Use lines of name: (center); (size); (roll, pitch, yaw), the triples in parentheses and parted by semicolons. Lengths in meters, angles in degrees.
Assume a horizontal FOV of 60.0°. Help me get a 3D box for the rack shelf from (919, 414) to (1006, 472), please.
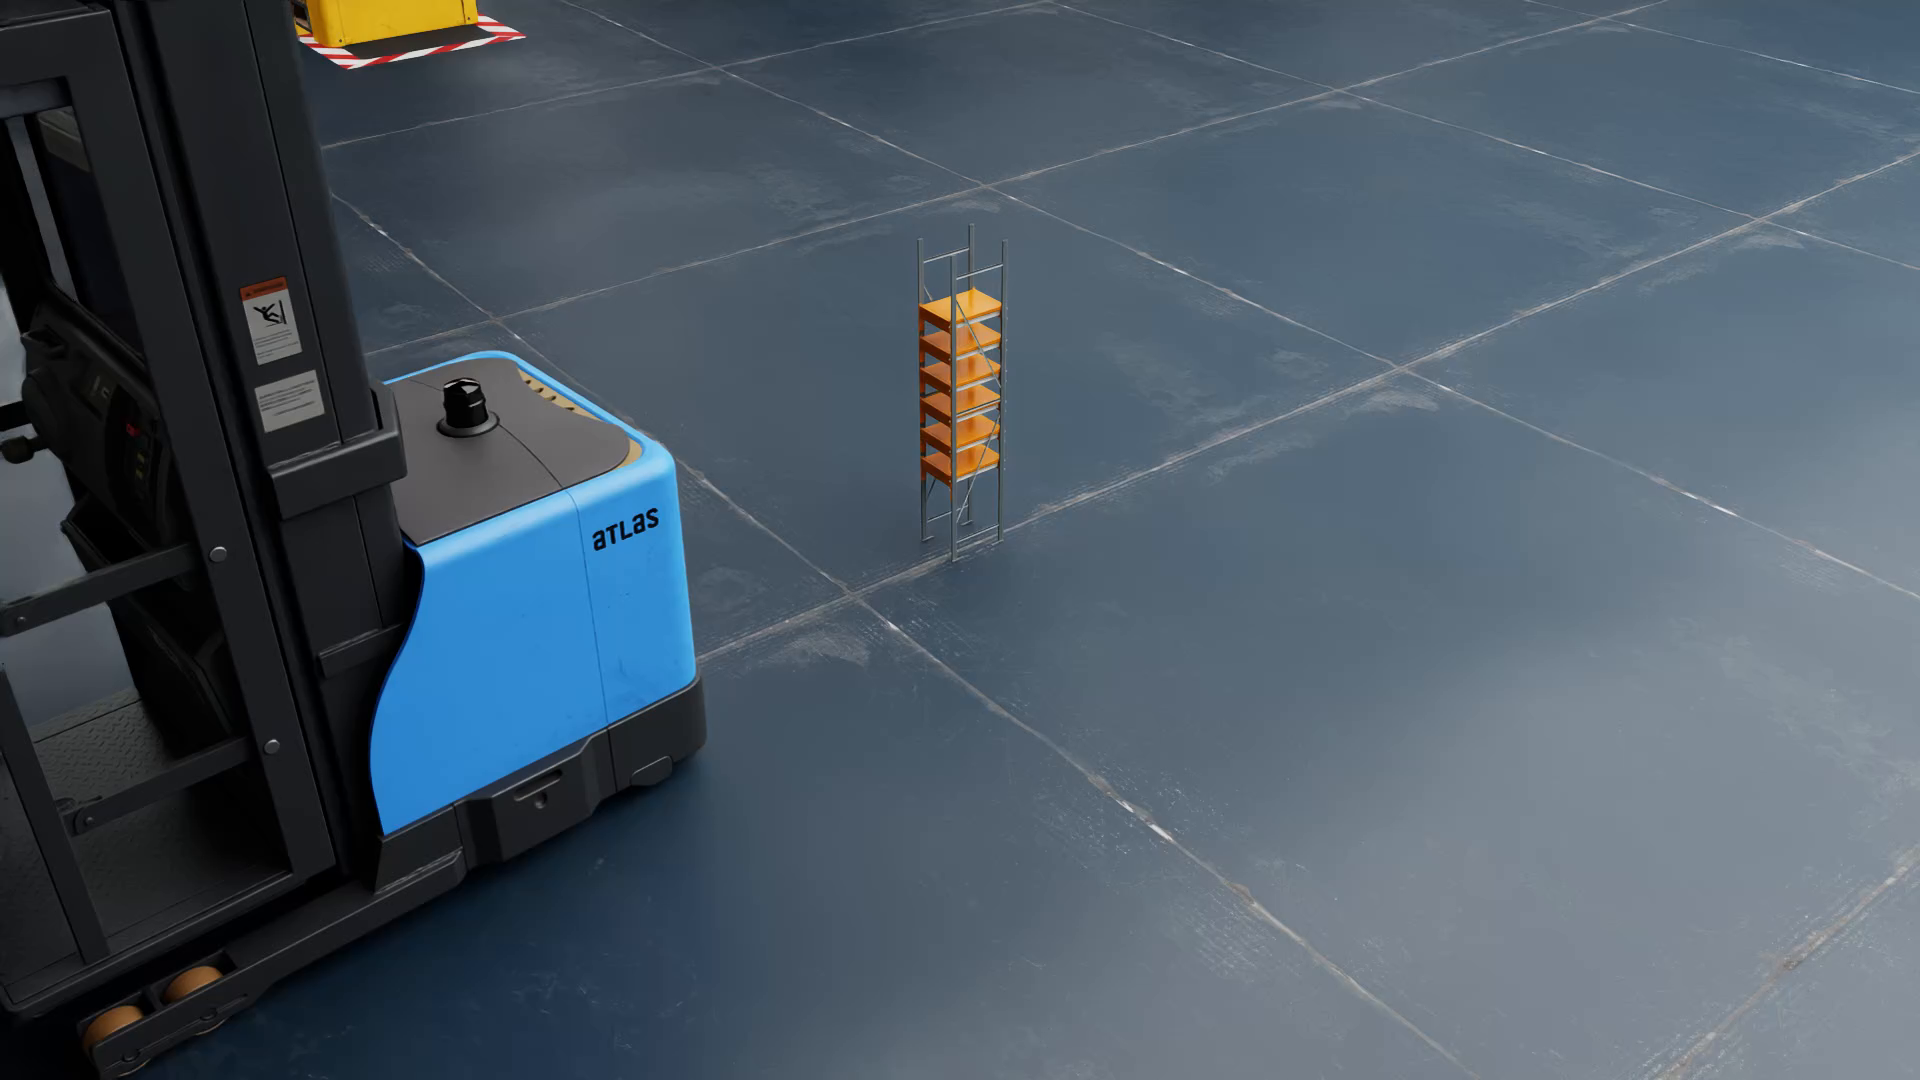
rack shelf: (0.009, -0.364, 6.010); (0.258, 0.103, 0.180); (-22, 38, -31)

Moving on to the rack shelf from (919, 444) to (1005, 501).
rack shelf: (0.009, -0.262, 6.074); (0.258, 0.103, 0.180); (-22, 38, -31)

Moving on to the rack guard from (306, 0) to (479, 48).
rack guard: (-4.173, -3.997, 12.212); (1.175, 0.500, 0.348); (-22, 38, -31)

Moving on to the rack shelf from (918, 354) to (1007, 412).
rack shelf: (0.009, -0.568, 5.884); (0.258, 0.103, 0.180); (-22, 38, -31)

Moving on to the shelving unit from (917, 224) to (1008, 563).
shelving unit: (0.009, -0.504, 5.924); (0.258, 1.200, 0.189); (-22, 38, -31)

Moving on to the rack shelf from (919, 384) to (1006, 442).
rack shelf: (0.009, -0.466, 5.947); (0.258, 0.103, 0.180); (-22, 38, -31)

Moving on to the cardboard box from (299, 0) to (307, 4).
cardboard box: (-4.750, -4.207, 12.389); (0.500, 0.250, 0.500); (-22, 38, -31)

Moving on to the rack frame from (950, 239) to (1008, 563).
rack frame: (0.065, -0.466, 5.862); (0.240, 1.200, 0.006); (-22, 38, -31)

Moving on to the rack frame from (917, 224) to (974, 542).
rack frame: (-0.047, -0.542, 5.985); (0.240, 1.200, 0.006); (-22, 38, -31)

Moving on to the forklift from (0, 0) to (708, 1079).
forklift: (-2.203, -0.232, 3.846); (3.031, 2.935, 1.130); (-26, 40, -35)

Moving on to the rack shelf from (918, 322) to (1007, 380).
rack shelf: (0.009, -0.670, 5.821); (0.258, 0.103, 0.180); (-22, 38, -31)

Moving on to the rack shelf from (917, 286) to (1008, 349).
rack shelf: (0.009, -0.772, 5.757); (0.258, 0.103, 0.180); (-22, 38, -31)

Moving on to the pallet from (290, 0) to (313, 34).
pallet: (-4.690, -4.190, 12.795); (1.003, 0.211, 1.213); (-22, 38, -31)
